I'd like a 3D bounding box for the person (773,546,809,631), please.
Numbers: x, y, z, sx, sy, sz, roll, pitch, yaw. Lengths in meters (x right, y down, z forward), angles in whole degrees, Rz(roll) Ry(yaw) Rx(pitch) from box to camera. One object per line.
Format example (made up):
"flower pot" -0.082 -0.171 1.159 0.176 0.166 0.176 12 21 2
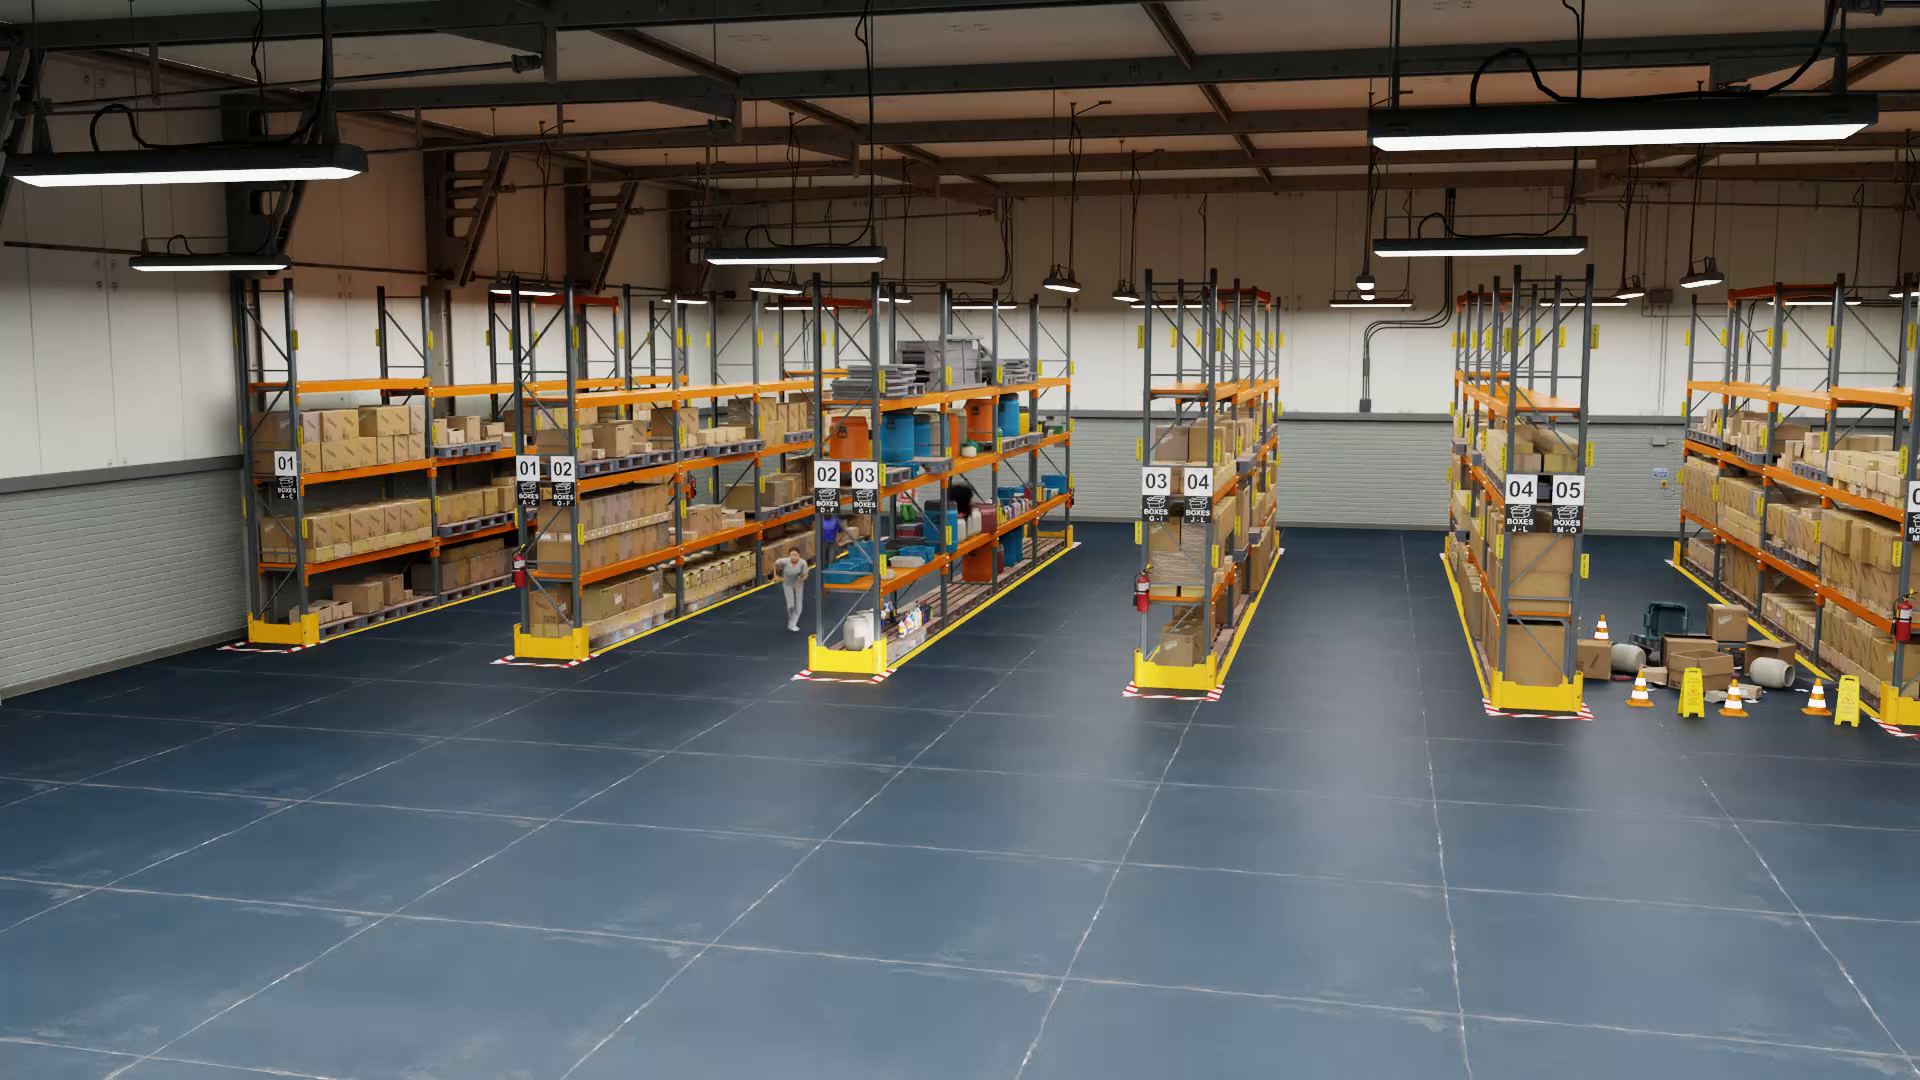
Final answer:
"person" -2.868 0.834 28.199 0.590 1.511 0.817 -1 7 -10

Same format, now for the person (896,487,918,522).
"person" -1.364 -0.893 42.029 0.691 1.749 0.559 -3 8 -26

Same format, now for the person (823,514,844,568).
"person" -2.469 0.148 31.404 0.562 1.621 0.534 1 7 5
